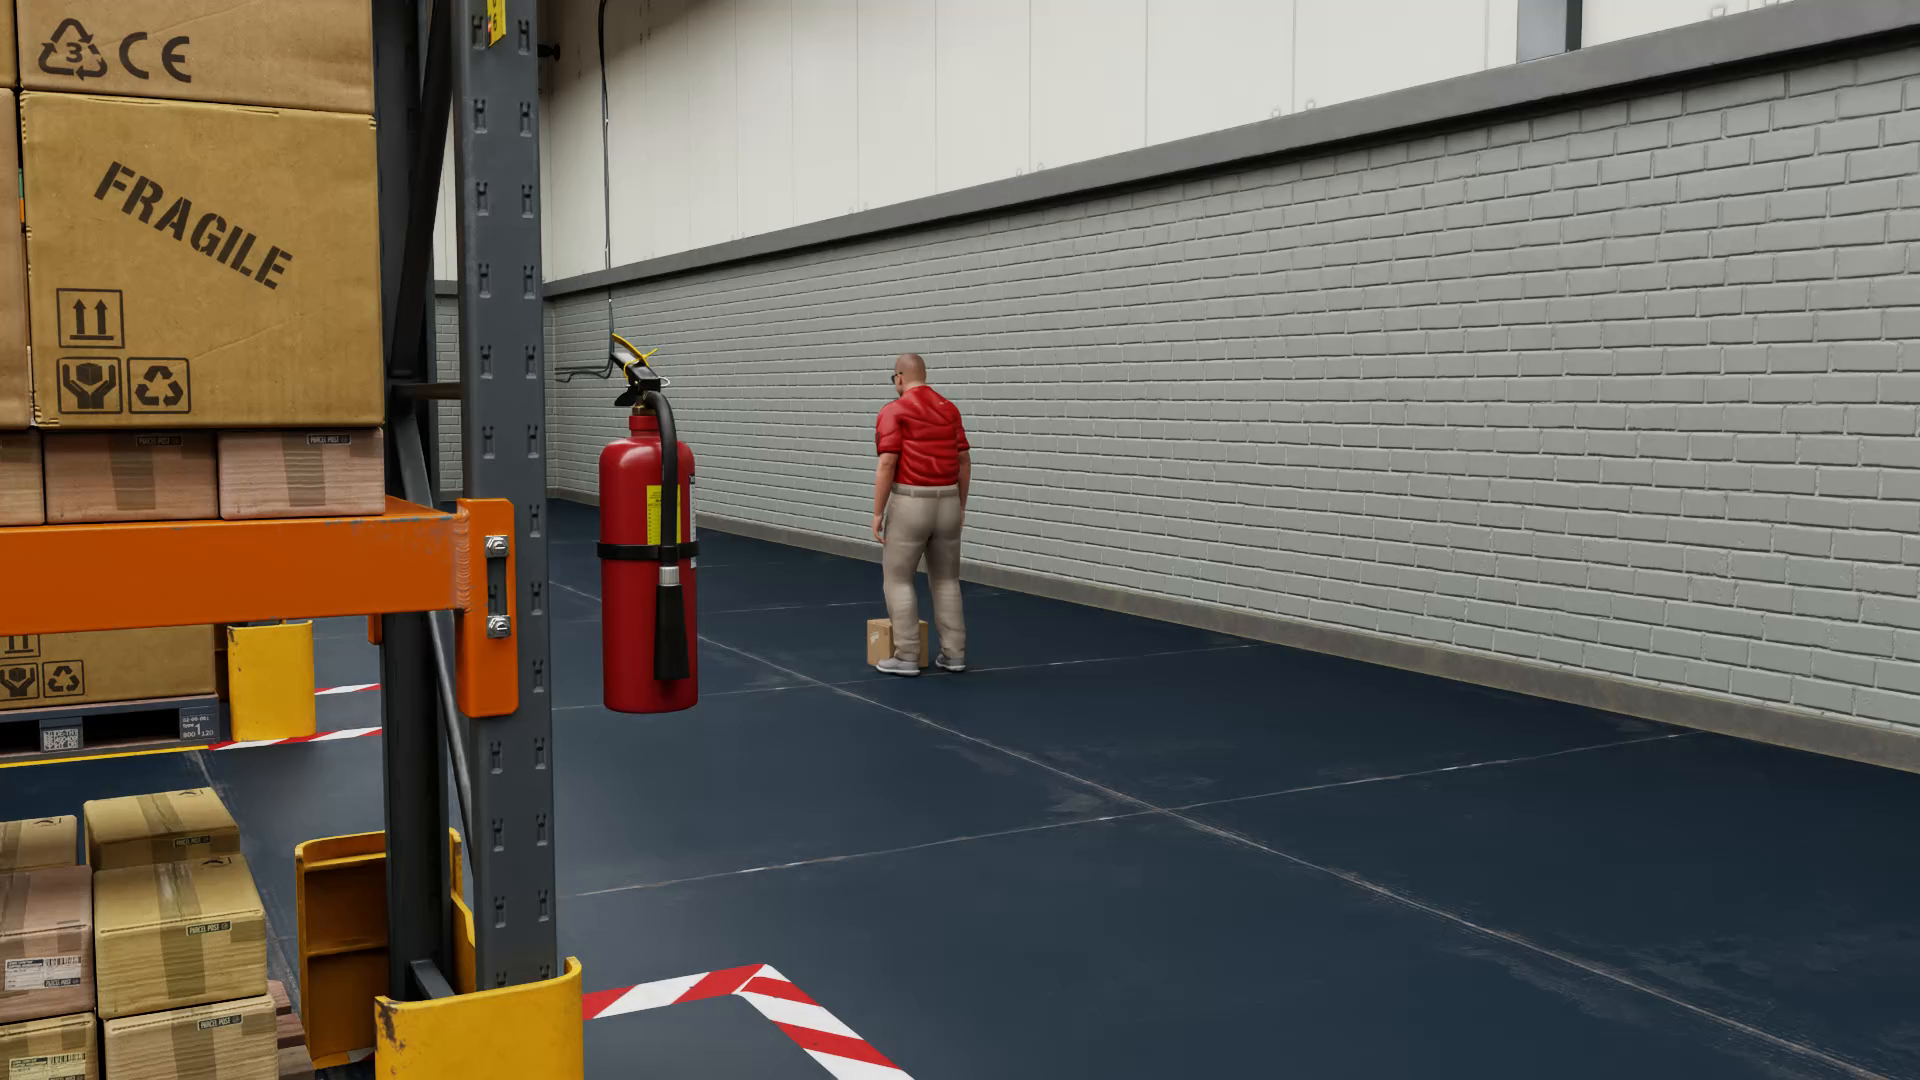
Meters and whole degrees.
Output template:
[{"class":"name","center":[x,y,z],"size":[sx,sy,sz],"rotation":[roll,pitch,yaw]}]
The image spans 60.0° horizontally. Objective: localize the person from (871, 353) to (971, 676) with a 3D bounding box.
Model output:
[{"class":"person","center":[-0.213,-0.141,8.957],"size":[0.595,1.725,0.393],"rotation":[-3,6,-32]}]
